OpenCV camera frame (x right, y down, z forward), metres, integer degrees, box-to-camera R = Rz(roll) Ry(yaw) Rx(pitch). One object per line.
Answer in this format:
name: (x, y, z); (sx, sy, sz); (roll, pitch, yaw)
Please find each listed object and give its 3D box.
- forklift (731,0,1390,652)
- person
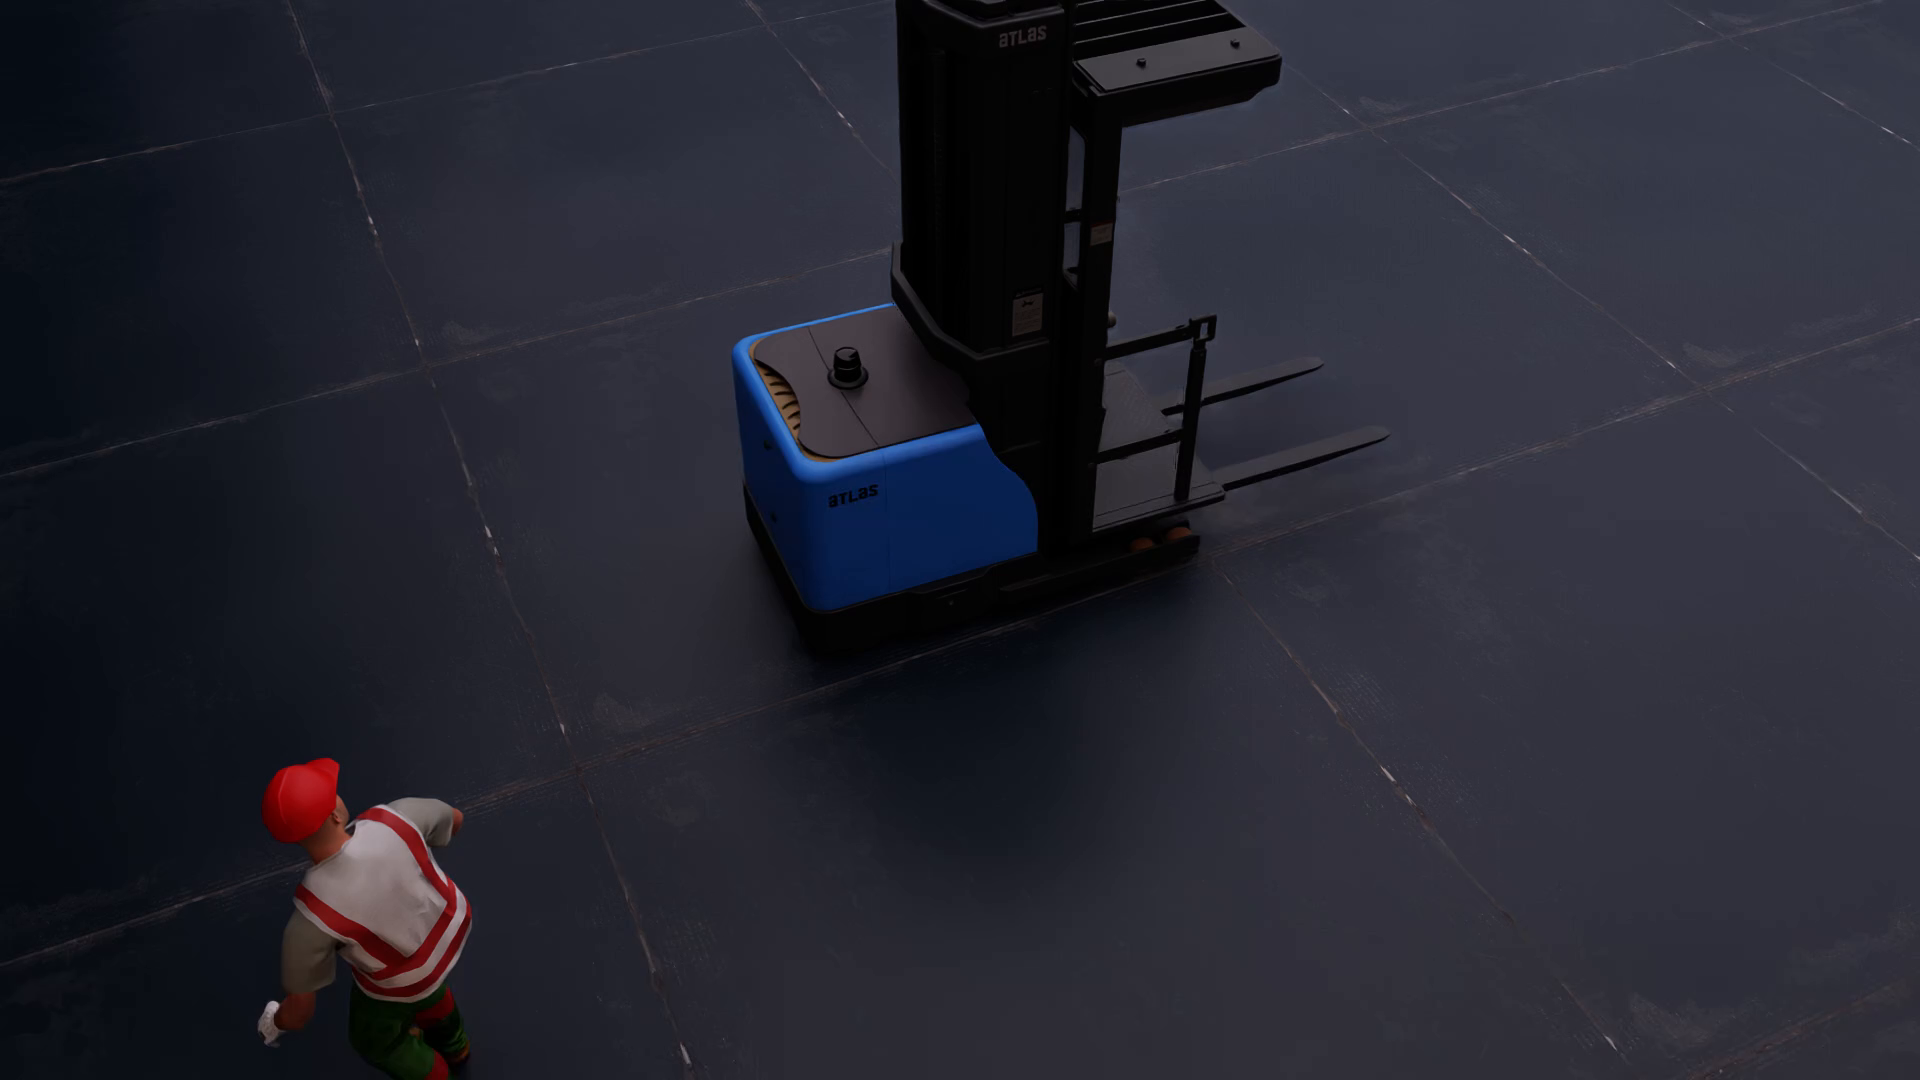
forklift: (0.562, -1.236, 7.005); (3.031, 2.935, 1.130); (-16, 45, -16)
person: (-1.820, 1.291, 5.189); (0.518, 1.732, 0.755); (13, 45, 14)
